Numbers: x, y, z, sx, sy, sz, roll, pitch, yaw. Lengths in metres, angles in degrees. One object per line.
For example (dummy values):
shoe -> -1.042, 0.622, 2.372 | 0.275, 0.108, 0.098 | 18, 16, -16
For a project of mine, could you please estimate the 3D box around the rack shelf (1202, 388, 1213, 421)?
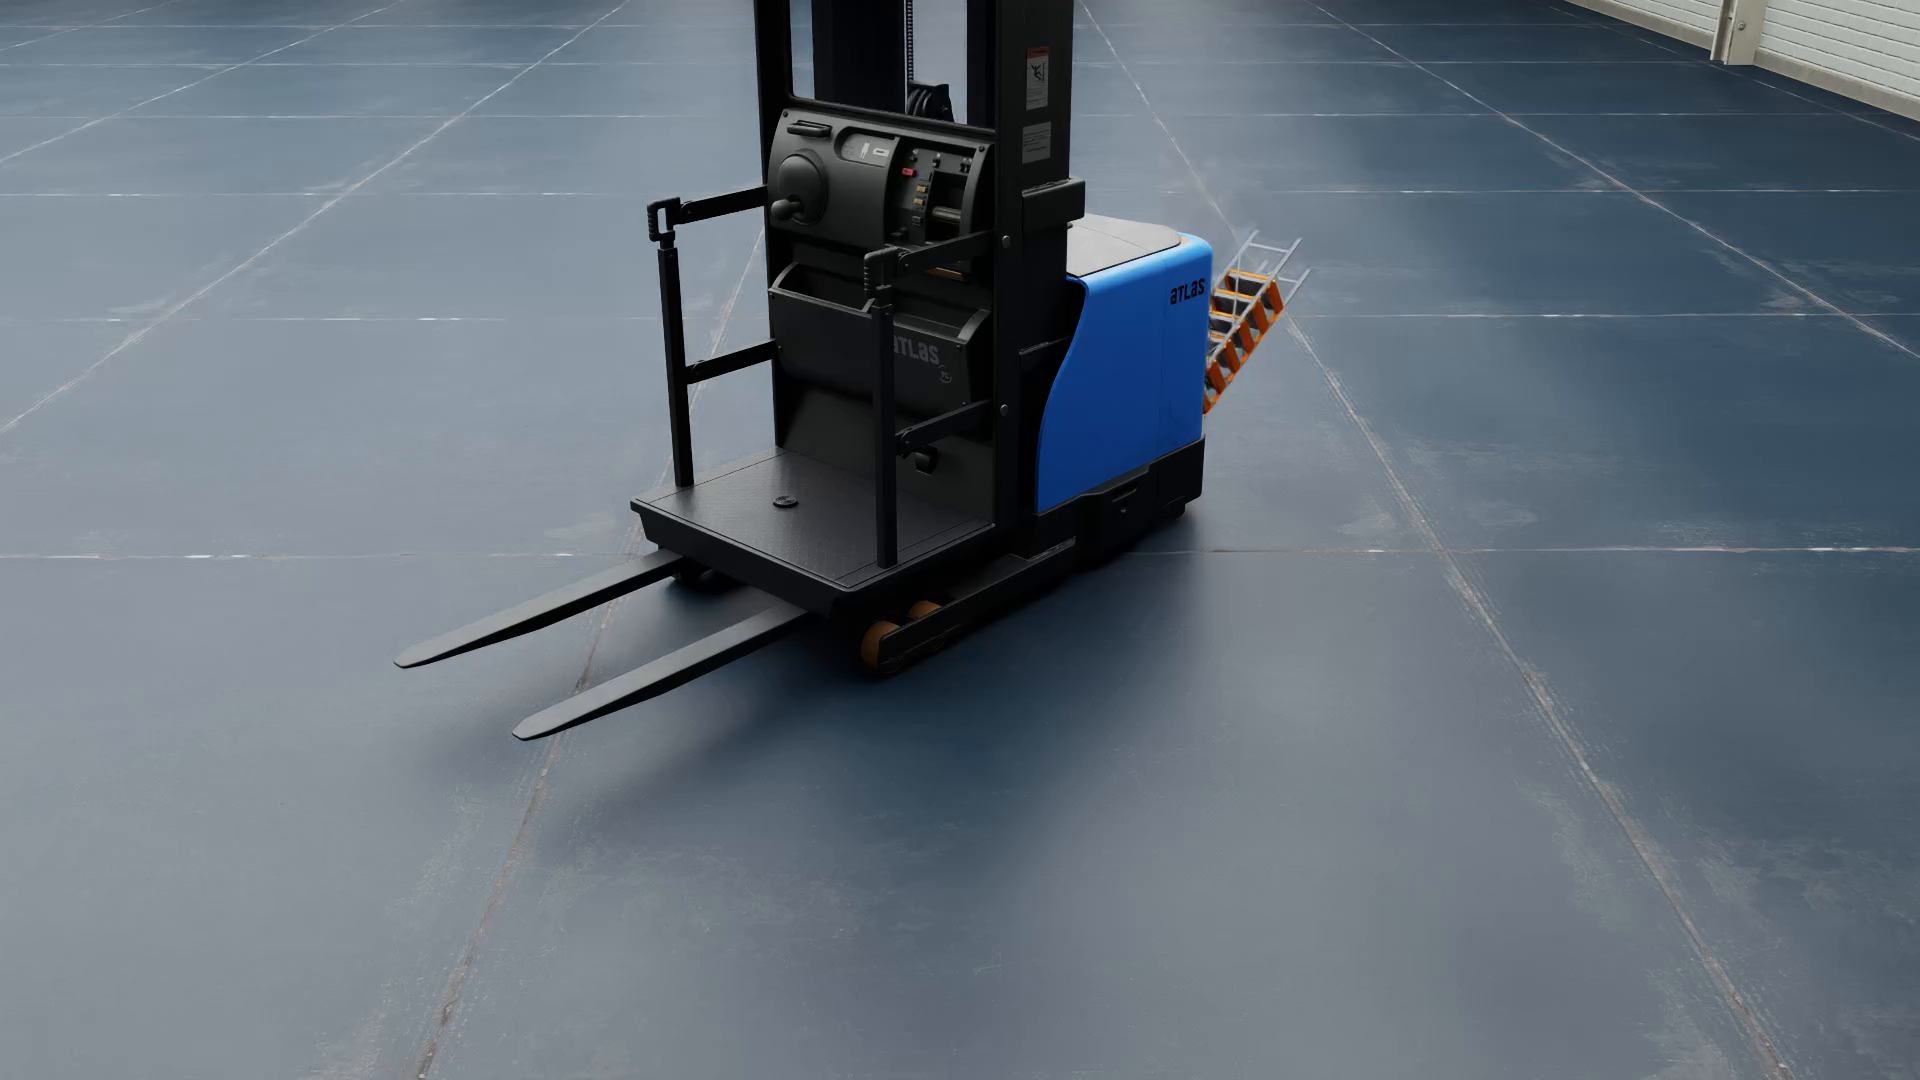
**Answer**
rack shelf -> 0.913, -0.614, 6.993 | 0.258, 0.180, 0.103 | 21, 64, 38

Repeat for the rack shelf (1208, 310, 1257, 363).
rack shelf -> 1.119, -0.882, 7.117 | 0.258, 0.180, 0.103 | 21, 64, 38

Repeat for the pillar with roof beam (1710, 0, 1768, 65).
pillar with roof beam -> 3.669, -9.015, 15.262 | 9.100, 9.000, 0.400 | 0, 24, -1

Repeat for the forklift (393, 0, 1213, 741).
forklift -> -0.417, -1.145, 5.225 | 1.130, 2.935, 3.031 | 20, 31, 38

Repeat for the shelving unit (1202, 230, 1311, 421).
shelving unit -> 1.076, -0.826, 7.091 | 0.258, 0.189, 1.200 | 21, 64, 38

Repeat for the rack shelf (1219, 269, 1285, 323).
rack shelf -> 1.256, -1.061, 7.199 | 0.258, 0.180, 0.103 | 21, 64, 38

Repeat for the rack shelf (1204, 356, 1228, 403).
rack shelf -> 0.982, -0.704, 7.034 | 0.258, 0.180, 0.103 | 21, 64, 38

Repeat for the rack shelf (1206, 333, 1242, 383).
rack shelf -> 1.050, -0.793, 7.076 | 0.258, 0.180, 0.103 | 21, 64, 38

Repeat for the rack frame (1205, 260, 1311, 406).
rack frame -> 1.109, -0.771, 7.156 | 0.240, 0.006, 1.200 | 21, 64, 38

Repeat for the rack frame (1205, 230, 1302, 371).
rack frame -> 1.043, -0.882, 7.026 | 0.240, 0.006, 1.200 | 21, 64, 38

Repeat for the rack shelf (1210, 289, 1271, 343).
rack shelf -> 1.188, -0.972, 7.158 | 0.258, 0.180, 0.103 | 21, 64, 38
